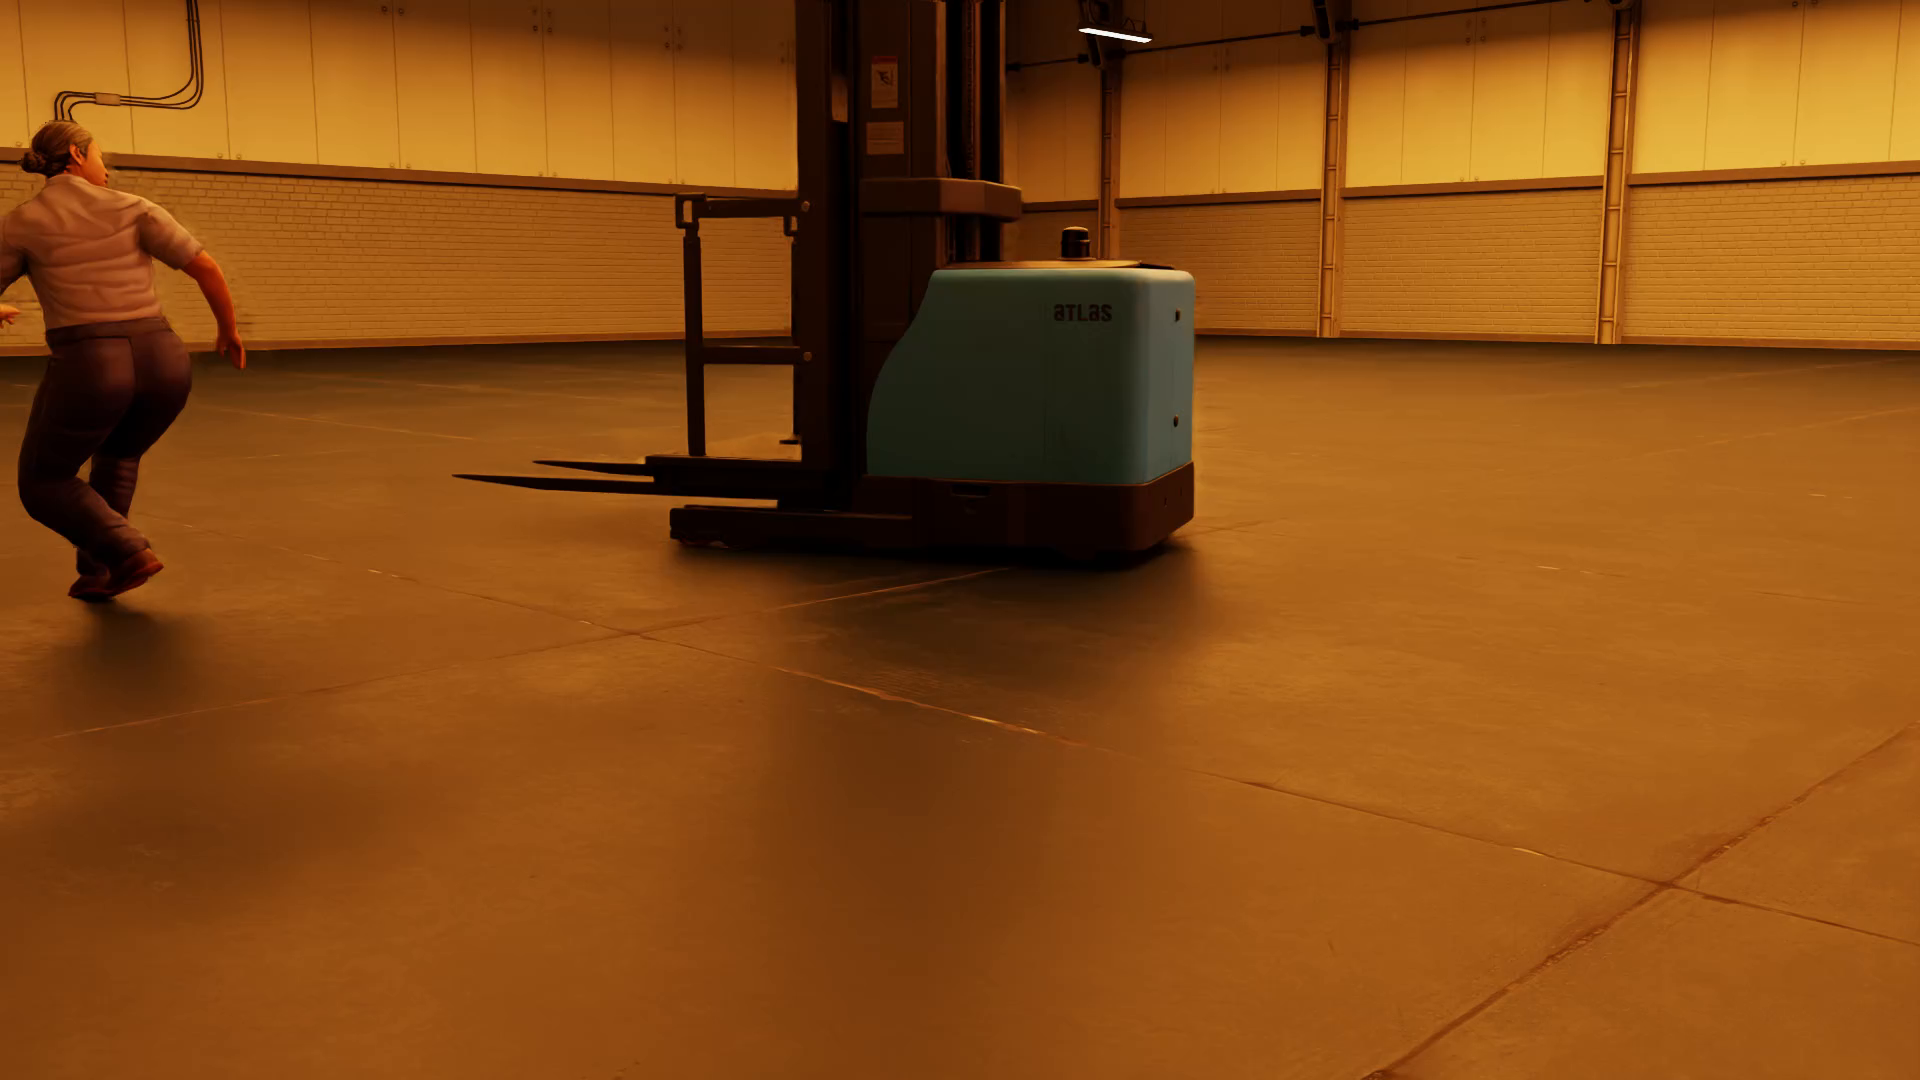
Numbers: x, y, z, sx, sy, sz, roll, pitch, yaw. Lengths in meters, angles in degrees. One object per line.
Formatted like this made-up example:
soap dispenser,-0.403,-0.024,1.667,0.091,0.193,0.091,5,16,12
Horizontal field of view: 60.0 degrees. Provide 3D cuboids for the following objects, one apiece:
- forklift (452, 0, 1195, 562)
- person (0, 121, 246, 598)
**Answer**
forklift,-0.616,-1.478,6.691,3.031,2.935,1.130,3,9,19
person,-2.734,-0.557,5.345,0.795,1.524,0.817,8,12,44
